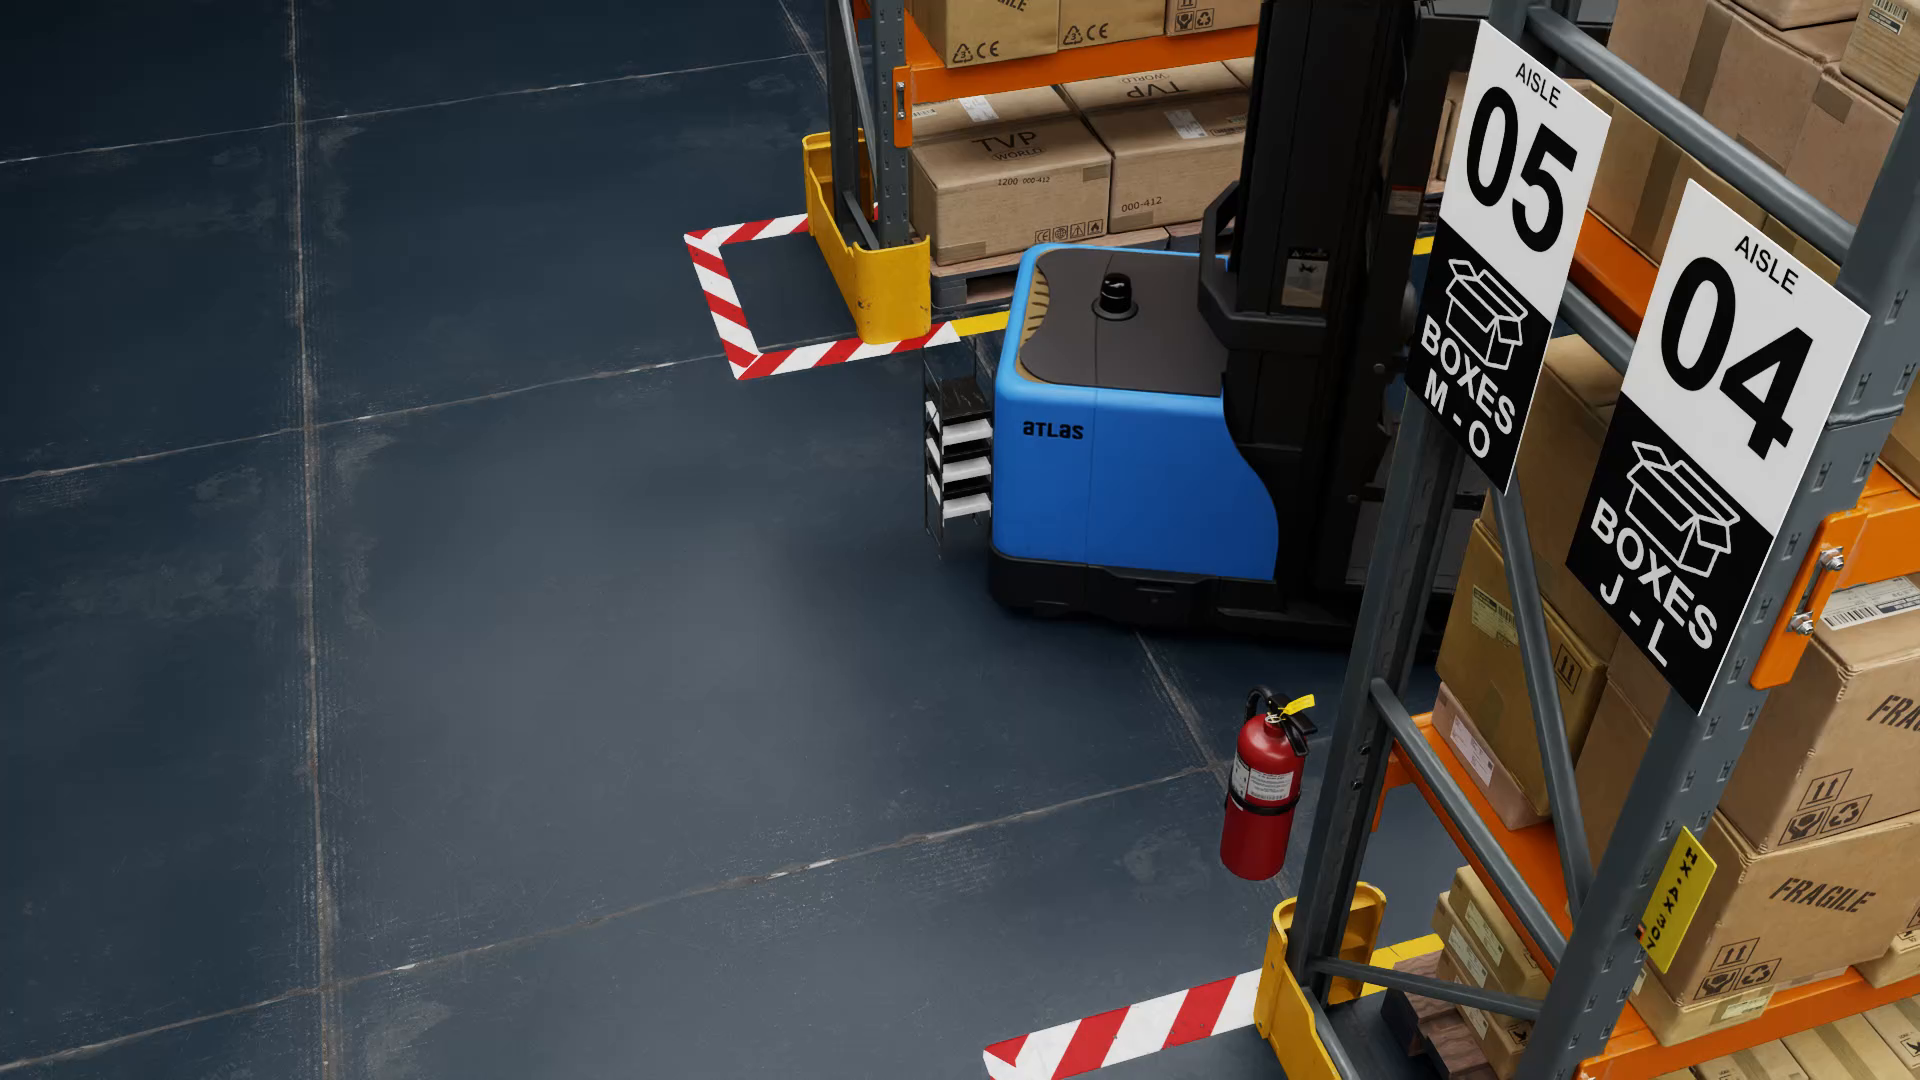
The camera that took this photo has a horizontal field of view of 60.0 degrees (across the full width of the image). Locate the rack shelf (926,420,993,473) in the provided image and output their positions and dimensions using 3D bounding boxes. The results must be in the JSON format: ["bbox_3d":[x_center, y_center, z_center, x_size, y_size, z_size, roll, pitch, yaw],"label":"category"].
[{"bbox_3d":[-0.008,-0.380,6.415,0.200,0.077,0.258,-12,42,-13],"label":"rack shelf"}]

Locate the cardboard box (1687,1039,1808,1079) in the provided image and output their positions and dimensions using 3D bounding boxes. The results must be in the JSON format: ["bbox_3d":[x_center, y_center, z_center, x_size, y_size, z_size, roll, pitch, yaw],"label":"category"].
[{"bbox_3d":[1.975,1.319,4.356,0.250,0.149,0.380,-11,42,-12],"label":"cardboard box"}]

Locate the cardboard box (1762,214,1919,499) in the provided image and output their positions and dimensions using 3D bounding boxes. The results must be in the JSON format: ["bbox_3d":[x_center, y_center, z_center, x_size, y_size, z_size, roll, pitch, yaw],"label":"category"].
[{"bbox_3d":[1.651,-0.354,2.709,0.529,0.250,0.529,-13,43,-14],"label":"cardboard box"}]

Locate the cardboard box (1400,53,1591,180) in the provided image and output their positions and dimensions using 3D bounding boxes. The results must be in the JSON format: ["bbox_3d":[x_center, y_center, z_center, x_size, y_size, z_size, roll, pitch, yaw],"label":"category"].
[{"bbox_3d":[2.747,-2.366,8.806,0.875,0.438,0.875,-12,43,-14],"label":"cardboard box"}]

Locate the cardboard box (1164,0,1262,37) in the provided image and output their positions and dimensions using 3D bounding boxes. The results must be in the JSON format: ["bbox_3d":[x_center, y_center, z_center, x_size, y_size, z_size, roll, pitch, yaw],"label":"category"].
[{"bbox_3d":[1.072,-2.598,7.367,0.500,0.500,0.500,-12,43,-13],"label":"cardboard box"}]

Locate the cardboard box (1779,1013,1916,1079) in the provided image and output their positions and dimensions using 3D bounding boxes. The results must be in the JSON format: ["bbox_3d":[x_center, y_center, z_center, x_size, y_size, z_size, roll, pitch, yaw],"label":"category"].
[{"bbox_3d":[2.254,1.350,4.321,0.250,0.149,0.380,-12,43,-13],"label":"cardboard box"}]

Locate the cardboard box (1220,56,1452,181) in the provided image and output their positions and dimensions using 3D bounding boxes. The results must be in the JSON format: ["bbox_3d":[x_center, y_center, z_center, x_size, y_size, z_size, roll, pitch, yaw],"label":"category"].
[{"bbox_3d":[1.893,-2.188,8.603,0.875,0.438,0.875,-13,43,-14],"label":"cardboard box"}]

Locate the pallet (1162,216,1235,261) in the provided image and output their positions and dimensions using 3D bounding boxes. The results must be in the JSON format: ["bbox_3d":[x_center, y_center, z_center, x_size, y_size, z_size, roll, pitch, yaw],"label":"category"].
[{"bbox_3d":[1.464,-1.834,8.689,1.213,0.211,1.003,-12,42,-13],"label":"pallet"}]

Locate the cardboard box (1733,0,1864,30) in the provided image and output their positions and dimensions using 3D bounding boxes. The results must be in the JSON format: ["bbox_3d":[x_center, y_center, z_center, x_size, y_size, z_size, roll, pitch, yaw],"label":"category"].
[{"bbox_3d":[1.375,-1.014,2.782,0.250,0.149,0.380,-12,43,-13],"label":"cardboard box"}]

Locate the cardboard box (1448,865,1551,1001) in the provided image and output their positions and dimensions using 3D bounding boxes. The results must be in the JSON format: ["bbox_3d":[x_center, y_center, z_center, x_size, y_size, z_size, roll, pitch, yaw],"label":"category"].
[{"bbox_3d":[1.575,1.076,4.634,0.250,0.149,0.380,-11,42,-13],"label":"cardboard box"}]

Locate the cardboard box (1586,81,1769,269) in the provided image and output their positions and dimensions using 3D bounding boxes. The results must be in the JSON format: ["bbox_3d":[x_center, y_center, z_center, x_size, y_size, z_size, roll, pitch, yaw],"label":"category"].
[{"bbox_3d":[1.501,-0.681,3.084,0.500,0.250,0.500,-13,43,-14],"label":"cardboard box"}]

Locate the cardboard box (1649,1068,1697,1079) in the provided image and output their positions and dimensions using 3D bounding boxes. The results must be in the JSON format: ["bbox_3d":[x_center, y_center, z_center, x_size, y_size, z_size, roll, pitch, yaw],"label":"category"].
[{"bbox_3d":[1.748,1.449,4.207,0.250,0.149,0.380,-14,43,-15],"label":"cardboard box"}]

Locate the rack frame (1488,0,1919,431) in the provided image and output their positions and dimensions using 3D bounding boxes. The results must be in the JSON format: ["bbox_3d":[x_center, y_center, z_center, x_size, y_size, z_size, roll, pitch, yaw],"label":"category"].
[{"bbox_3d":[1.146,-1.611,1.755,0.127,3.000,1.000,-12,42,-13],"label":"rack frame"}]

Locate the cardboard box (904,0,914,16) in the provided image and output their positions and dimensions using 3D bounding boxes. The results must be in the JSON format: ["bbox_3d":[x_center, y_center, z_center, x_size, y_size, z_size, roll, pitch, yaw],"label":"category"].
[{"bbox_3d":[-0.056,-2.738,7.528,0.500,0.500,0.500,-11,42,-13],"label":"cardboard box"}]

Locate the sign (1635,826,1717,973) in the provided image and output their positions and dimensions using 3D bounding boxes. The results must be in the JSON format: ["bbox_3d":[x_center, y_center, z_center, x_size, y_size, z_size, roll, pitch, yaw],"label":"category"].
[{"bbox_3d":[1.309,0.662,3.054,0.005,0.325,0.100,-12,42,-13],"label":"sign"}]

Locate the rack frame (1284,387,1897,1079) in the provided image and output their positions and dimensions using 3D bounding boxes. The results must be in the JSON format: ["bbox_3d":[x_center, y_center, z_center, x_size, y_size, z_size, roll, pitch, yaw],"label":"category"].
[{"bbox_3d":[1.146,0.648,3.729,0.127,3.000,1.000,-12,42,-13],"label":"rack frame"}]

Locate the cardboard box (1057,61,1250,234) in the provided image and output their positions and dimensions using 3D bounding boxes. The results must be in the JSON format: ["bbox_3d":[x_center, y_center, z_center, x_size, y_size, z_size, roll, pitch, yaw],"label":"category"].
[{"bbox_3d":[1.033,-2.011,8.400,0.875,0.438,0.875,-11,42,-12],"label":"cardboard box"}]

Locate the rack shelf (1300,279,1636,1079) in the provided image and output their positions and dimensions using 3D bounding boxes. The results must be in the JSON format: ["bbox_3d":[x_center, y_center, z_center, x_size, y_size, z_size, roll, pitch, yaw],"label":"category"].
[{"bbox_3d":[1.147,0.650,3.726,0.053,2.616,0.949,-12,42,-13],"label":"rack shelf"}]

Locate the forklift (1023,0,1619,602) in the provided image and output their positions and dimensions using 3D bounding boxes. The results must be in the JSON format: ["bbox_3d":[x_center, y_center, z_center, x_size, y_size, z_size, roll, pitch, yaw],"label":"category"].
[{"bbox_3d":[2.207,-3.918,7.276,9.711,5.209,7.407,5,41,6],"label":"forklift"}]

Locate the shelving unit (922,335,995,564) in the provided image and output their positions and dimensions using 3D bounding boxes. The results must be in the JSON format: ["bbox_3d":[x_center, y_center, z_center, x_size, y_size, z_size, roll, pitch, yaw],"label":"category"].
[{"bbox_3d":[6.907,-0.138,3.832,12.137,4.047,8.426,-12,42,-13],"label":"shelving unit"}]

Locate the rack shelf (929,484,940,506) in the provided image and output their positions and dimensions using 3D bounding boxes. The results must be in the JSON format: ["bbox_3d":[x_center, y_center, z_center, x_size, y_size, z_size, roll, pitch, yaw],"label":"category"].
[{"bbox_3d":[-0.008,-0.188,6.583,0.184,0.015,0.199,-12,42,-13],"label":"rack shelf"}]

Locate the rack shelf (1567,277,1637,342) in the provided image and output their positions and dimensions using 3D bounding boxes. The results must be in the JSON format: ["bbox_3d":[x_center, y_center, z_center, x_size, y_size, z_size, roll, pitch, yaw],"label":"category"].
[{"bbox_3d":[3.054,-0.660,3.384,3.687,0.071,0.831,-12,42,-13],"label":"rack shelf"}]

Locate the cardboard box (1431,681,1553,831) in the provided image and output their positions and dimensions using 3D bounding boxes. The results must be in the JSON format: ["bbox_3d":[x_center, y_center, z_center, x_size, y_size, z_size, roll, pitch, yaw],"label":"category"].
[{"bbox_3d":[1.372,0.501,4.088,0.250,0.149,0.380,-12,42,-13],"label":"cardboard box"}]

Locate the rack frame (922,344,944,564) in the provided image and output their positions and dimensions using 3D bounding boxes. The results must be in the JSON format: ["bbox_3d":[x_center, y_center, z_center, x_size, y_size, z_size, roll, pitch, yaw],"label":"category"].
[{"bbox_3d":[-0.105,-0.317,6.429,0.006,0.900,0.240,-12,42,-13],"label":"rack frame"}]

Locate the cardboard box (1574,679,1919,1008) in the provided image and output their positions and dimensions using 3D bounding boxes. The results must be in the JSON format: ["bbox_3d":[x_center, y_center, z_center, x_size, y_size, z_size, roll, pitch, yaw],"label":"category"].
[{"bbox_3d":[1.657,0.583,3.501,0.500,0.500,0.500,-10,42,-11],"label":"cardboard box"}]

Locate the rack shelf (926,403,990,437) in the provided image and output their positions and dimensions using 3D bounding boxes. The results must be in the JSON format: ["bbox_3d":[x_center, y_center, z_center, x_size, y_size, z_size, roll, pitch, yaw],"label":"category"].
[{"bbox_3d":[6.915,-0.361,3.628,12.128,3.443,8.407,-12,42,-13],"label":"rack shelf"}]

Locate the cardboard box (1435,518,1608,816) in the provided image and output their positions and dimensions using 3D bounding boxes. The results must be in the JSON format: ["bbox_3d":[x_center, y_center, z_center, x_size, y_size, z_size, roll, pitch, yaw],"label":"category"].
[{"bbox_3d":[1.498,0.248,3.884,0.500,0.500,0.500,-11,42,-12],"label":"cardboard box"}]

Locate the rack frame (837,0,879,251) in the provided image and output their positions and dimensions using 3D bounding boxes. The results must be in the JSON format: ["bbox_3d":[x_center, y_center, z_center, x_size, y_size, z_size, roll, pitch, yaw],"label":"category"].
[{"bbox_3d":[-0.438,-2.441,7.264,0.053,2.616,0.949,-12,42,-13],"label":"rack frame"}]

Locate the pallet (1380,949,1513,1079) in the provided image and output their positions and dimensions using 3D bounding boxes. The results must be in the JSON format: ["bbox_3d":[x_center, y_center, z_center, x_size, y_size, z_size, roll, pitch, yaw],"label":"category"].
[{"bbox_3d":[2.004,1.545,4.822,1.213,0.211,1.003,-12,42,-13],"label":"pallet"}]

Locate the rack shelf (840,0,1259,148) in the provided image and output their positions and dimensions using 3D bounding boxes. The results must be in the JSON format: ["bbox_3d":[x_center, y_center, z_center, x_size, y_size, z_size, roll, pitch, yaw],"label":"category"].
[{"bbox_3d":[1.471,-2.563,7.950,4.000,0.370,1.077,-12,42,-13],"label":"rack shelf"}]

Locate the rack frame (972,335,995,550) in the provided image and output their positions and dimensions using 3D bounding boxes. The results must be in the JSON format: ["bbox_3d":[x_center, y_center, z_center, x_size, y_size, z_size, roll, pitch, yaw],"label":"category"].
[{"bbox_3d":[0.089,-0.357,6.475,0.006,0.900,0.240,-12,42,-13],"label":"rack frame"}]
